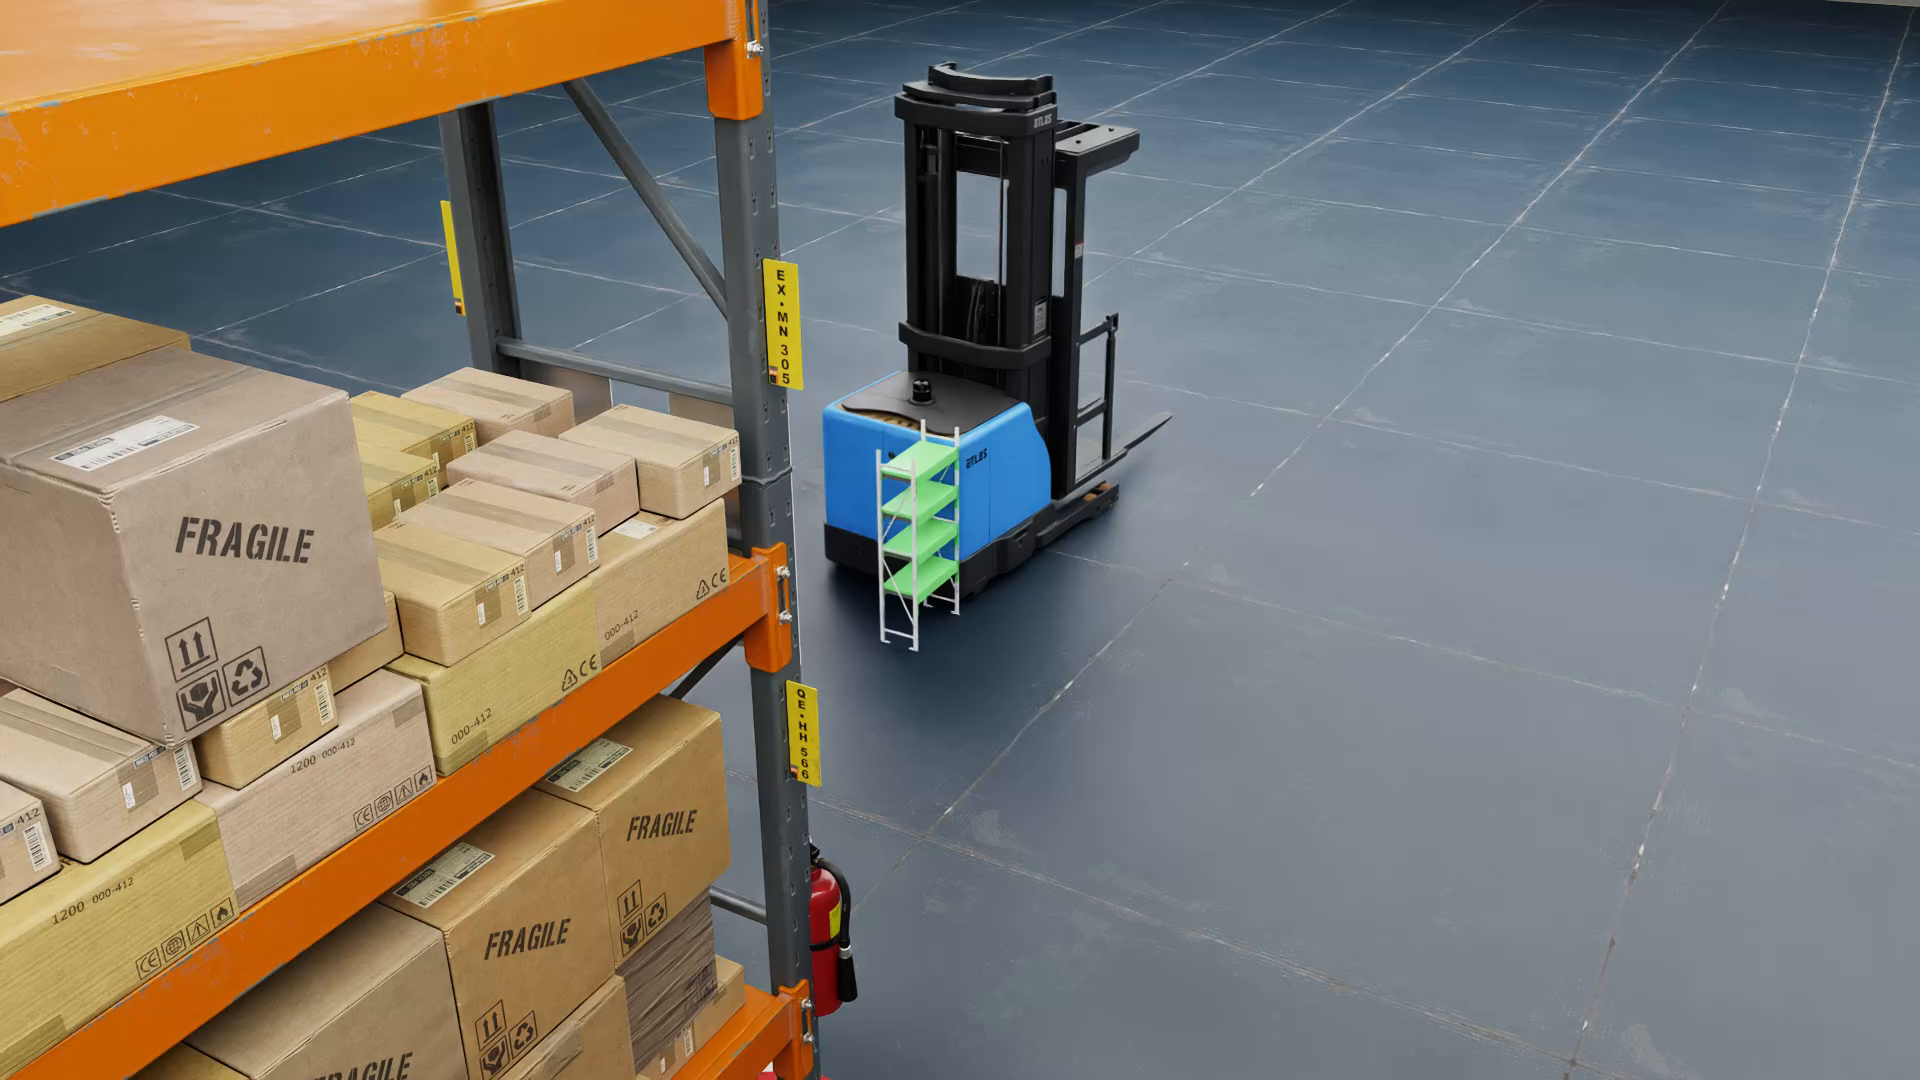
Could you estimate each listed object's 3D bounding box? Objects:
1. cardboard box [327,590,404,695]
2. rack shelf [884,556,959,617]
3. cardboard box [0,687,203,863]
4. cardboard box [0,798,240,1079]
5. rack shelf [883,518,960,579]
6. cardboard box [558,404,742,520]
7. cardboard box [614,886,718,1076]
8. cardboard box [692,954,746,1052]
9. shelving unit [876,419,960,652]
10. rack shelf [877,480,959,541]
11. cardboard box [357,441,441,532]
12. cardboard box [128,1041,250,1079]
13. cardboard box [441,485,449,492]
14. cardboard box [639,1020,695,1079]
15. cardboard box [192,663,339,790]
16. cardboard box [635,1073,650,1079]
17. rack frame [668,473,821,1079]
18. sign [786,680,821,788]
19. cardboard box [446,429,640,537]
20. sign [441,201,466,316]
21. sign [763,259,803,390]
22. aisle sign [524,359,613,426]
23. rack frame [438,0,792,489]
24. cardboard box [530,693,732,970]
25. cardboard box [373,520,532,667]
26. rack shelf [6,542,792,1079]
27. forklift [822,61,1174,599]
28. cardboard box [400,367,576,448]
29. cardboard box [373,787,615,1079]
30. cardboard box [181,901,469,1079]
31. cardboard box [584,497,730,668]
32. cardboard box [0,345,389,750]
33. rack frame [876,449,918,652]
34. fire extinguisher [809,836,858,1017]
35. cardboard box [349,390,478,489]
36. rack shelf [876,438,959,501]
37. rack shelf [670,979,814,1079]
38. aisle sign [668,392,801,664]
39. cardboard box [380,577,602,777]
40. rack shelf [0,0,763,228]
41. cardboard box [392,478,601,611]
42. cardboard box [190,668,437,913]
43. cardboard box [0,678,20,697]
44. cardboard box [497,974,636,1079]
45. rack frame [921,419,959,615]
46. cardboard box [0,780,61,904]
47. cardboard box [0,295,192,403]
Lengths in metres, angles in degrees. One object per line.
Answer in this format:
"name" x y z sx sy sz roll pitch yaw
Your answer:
"cardboard box" -1.378 0.177 3.416 0.380 0.149 0.250 15 30 27
"rack shelf" -0.231 0.248 9.593 0.258 0.148 0.480 14 30 26
"cardboard box" -1.598 0.401 2.969 0.380 0.149 0.250 13 29 24
"cardboard box" -1.673 0.634 2.948 0.500 0.250 0.500 14 30 25
"rack shelf" -0.231 0.033 9.486 0.258 0.148 0.480 14 30 26
"cardboard box" -0.776 -0.201 4.172 0.380 0.149 0.250 14 30 26
"cardboard box" -1.206 1.105 4.747 0.875 0.500 0.500 14 30 26
"cardboard box" -0.872 1.343 4.996 0.380 0.149 0.250 14 30 26
"shelving unit" -0.231 -0.024 9.457 0.258 1.200 0.503 14 30 26
"rack shelf" -0.231 -0.181 9.378 0.258 0.148 0.480 14 30 26
"cardboard box" -1.477 -0.116 4.002 0.380 0.149 0.250 14 30 25
"cardboard box" -1.709 1.302 3.237 0.500 0.500 0.500 14 30 26
"cardboard box" -1.373 -0.069 4.353 0.500 0.250 0.500 15 30 28
"cardboard box" -0.995 1.441 4.802 0.380 0.149 0.250 14 30 26
"cardboard box" -1.422 0.304 3.162 0.380 0.149 0.250 13 29 24
"cardboard box" -1.073 1.550 4.584 0.380 0.149 0.250 14 30 26
"rack frame" -0.911 1.075 5.252 1.000 3.000 0.127 14 30 26
"sign" -0.438 0.546 4.663 0.100 0.325 0.005 14 30 26
"cardboard box" -1.006 -0.125 4.021 0.380 0.149 0.250 13 29 24
"sign" -1.384 -0.777 4.624 0.100 0.325 0.005 14 30 26
"sign" -0.438 -0.533 4.123 0.100 0.325 0.005 14 30 26
"aisle sign" -1.142 -0.178 4.851 0.394 0.787 0.004 14 30 26
"rack frame" -0.911 -1.608 3.909 1.000 3.000 0.127 14 30 26
"cardboard box" -0.967 0.719 4.403 0.500 0.500 0.500 14 30 26
"cardboard box" -1.148 0.108 3.554 0.380 0.149 0.250 14 30 26
"rack shelf" -1.895 0.834 3.185 1.077 0.370 4.000 14 30 26
"forklift" 0.414 -1.564 10.599 1.130 2.935 3.031 17 31 31
"cardboard box" -1.248 -0.322 4.413 0.380 0.149 0.250 14 30 26
"cardboard box" -1.208 0.915 4.011 0.500 0.500 0.500 14 30 26
"cardboard box" -1.456 1.109 3.623 0.500 0.500 0.500 14 30 26
"cardboard box" -0.927 0.044 4.127 0.500 0.250 0.500 15 30 27
"cardboard box" -1.453 -0.008 3.062 0.500 0.500 0.500 14 30 26
"rack frame" -0.348 0.072 9.266 0.240 1.200 0.015 14 30 26
"fire extinguisher" -0.454 1.166 5.156 0.296 0.674 0.183 14 30 26
"cardboard box" -1.460 -0.242 4.253 0.380 0.149 0.250 15 30 27
"rack shelf" -0.231 -0.396 9.271 0.258 0.148 0.480 14 30 26
"rack shelf" -1.895 2.176 3.856 1.077 0.370 4.000 14 30 26
"aisle sign" -0.619 -0.046 4.587 0.394 0.787 0.004 14 30 26
"cardboard box" -1.170 0.239 3.737 0.500 0.250 0.500 14 30 26
"rack shelf" -1.895 -0.505 2.514 1.077 0.370 4.000 14 30 26
"cardboard box" -1.045 0.005 3.760 0.380 0.149 0.250 13 29 24
"cardboard box" -1.430 0.437 3.342 0.500 0.250 0.500 15 30 27
"cardboard box" -2.000 0.285 3.200 0.380 0.149 0.250 14 30 26
"cardboard box" -1.347 1.326 4.305 0.875 0.500 0.500 14 30 26
"rack frame" -0.113 -0.119 9.648 0.240 1.200 0.015 14 30 26
"cardboard box" -1.745 0.498 2.776 0.380 0.149 0.250 15 30 27
"cardboard box" -1.877 -0.149 3.343 0.500 0.500 0.500 14 30 26
